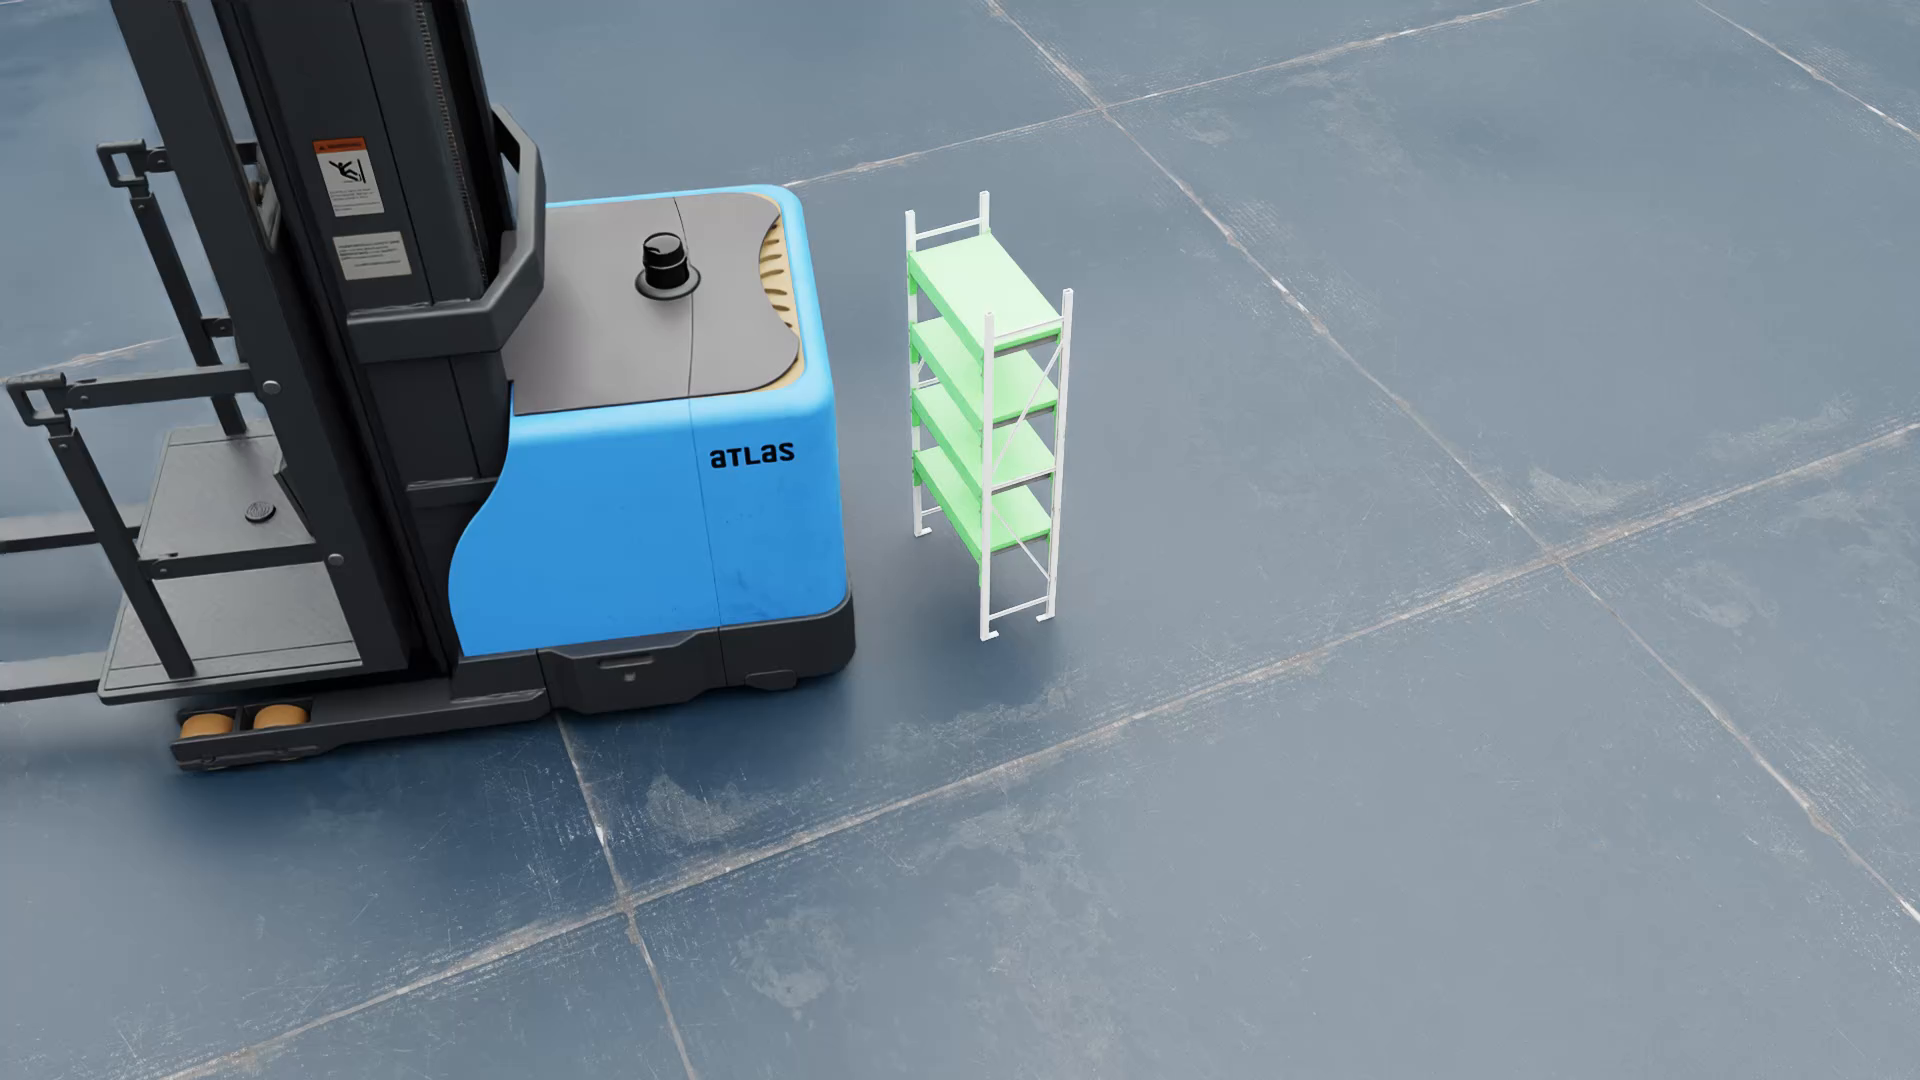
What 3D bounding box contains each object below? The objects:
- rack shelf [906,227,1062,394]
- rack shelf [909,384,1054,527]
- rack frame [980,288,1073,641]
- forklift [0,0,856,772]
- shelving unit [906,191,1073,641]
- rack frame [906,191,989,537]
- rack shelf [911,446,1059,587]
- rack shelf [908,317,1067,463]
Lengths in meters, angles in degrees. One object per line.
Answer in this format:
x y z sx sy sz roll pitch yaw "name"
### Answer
0.070 -0.618 4.429 0.258 0.148 0.480 -18 47 -17 "rack shelf"
0.070 -0.276 4.767 0.258 0.148 0.480 -18 47 -17 "rack shelf"
0.172 -0.166 4.564 0.240 1.200 0.015 -18 47 -17 "rack frame"
-1.868 -0.808 3.982 3.031 2.935 1.130 -7 45 -7 "forklift"
0.070 -0.322 4.722 0.258 1.200 0.503 -18 47 -17 "shelving unit"
-0.033 -0.477 4.879 0.240 1.200 0.015 -18 47 -17 "rack frame"
0.070 -0.105 4.935 0.258 0.148 0.480 -18 47 -17 "rack shelf"
0.070 -0.447 4.598 0.258 0.148 0.480 -18 47 -17 "rack shelf"
